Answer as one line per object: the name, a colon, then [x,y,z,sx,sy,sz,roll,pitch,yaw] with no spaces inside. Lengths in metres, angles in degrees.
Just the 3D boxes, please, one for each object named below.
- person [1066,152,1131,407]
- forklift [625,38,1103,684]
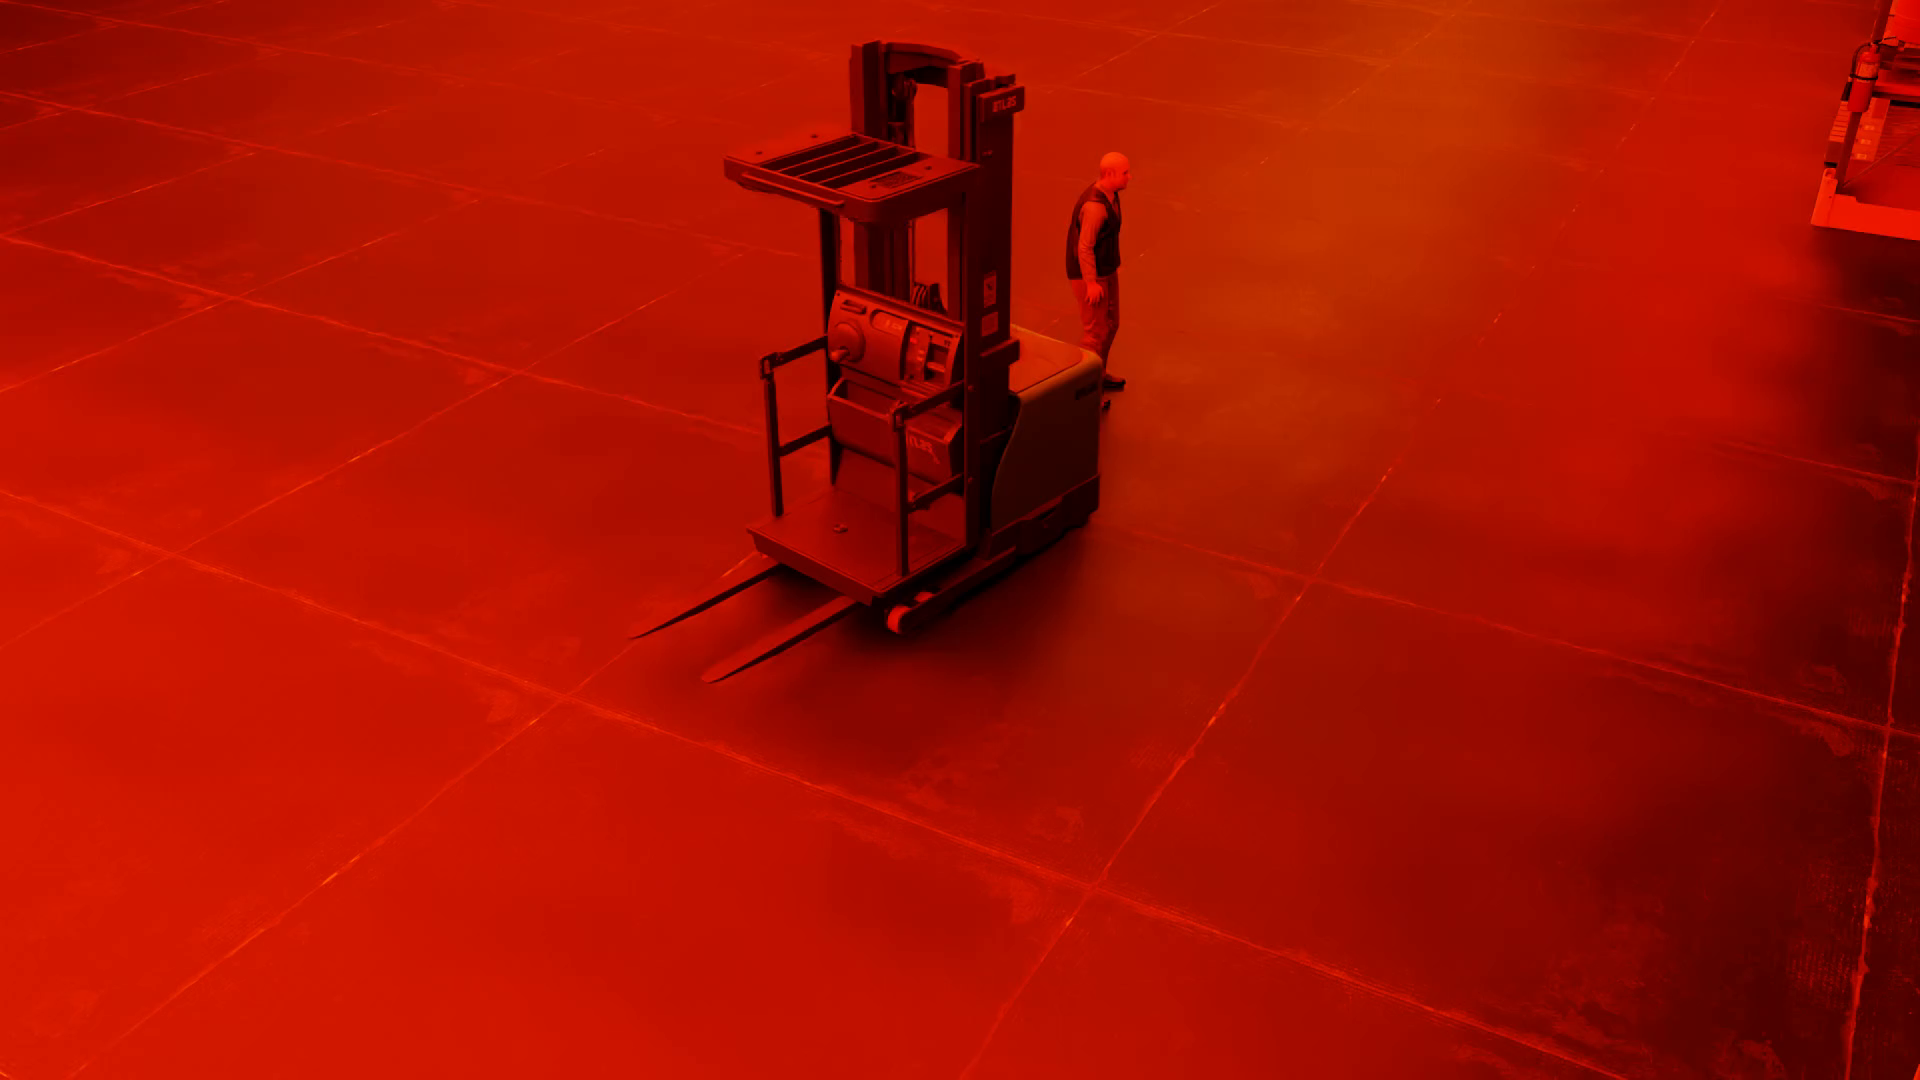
person: [0.940,-1.821,11.439,0.421,1.719,0.583,11,32,18]
forklift: [-0.500,-1.035,8.864,1.130,2.935,3.031,24,38,35]
